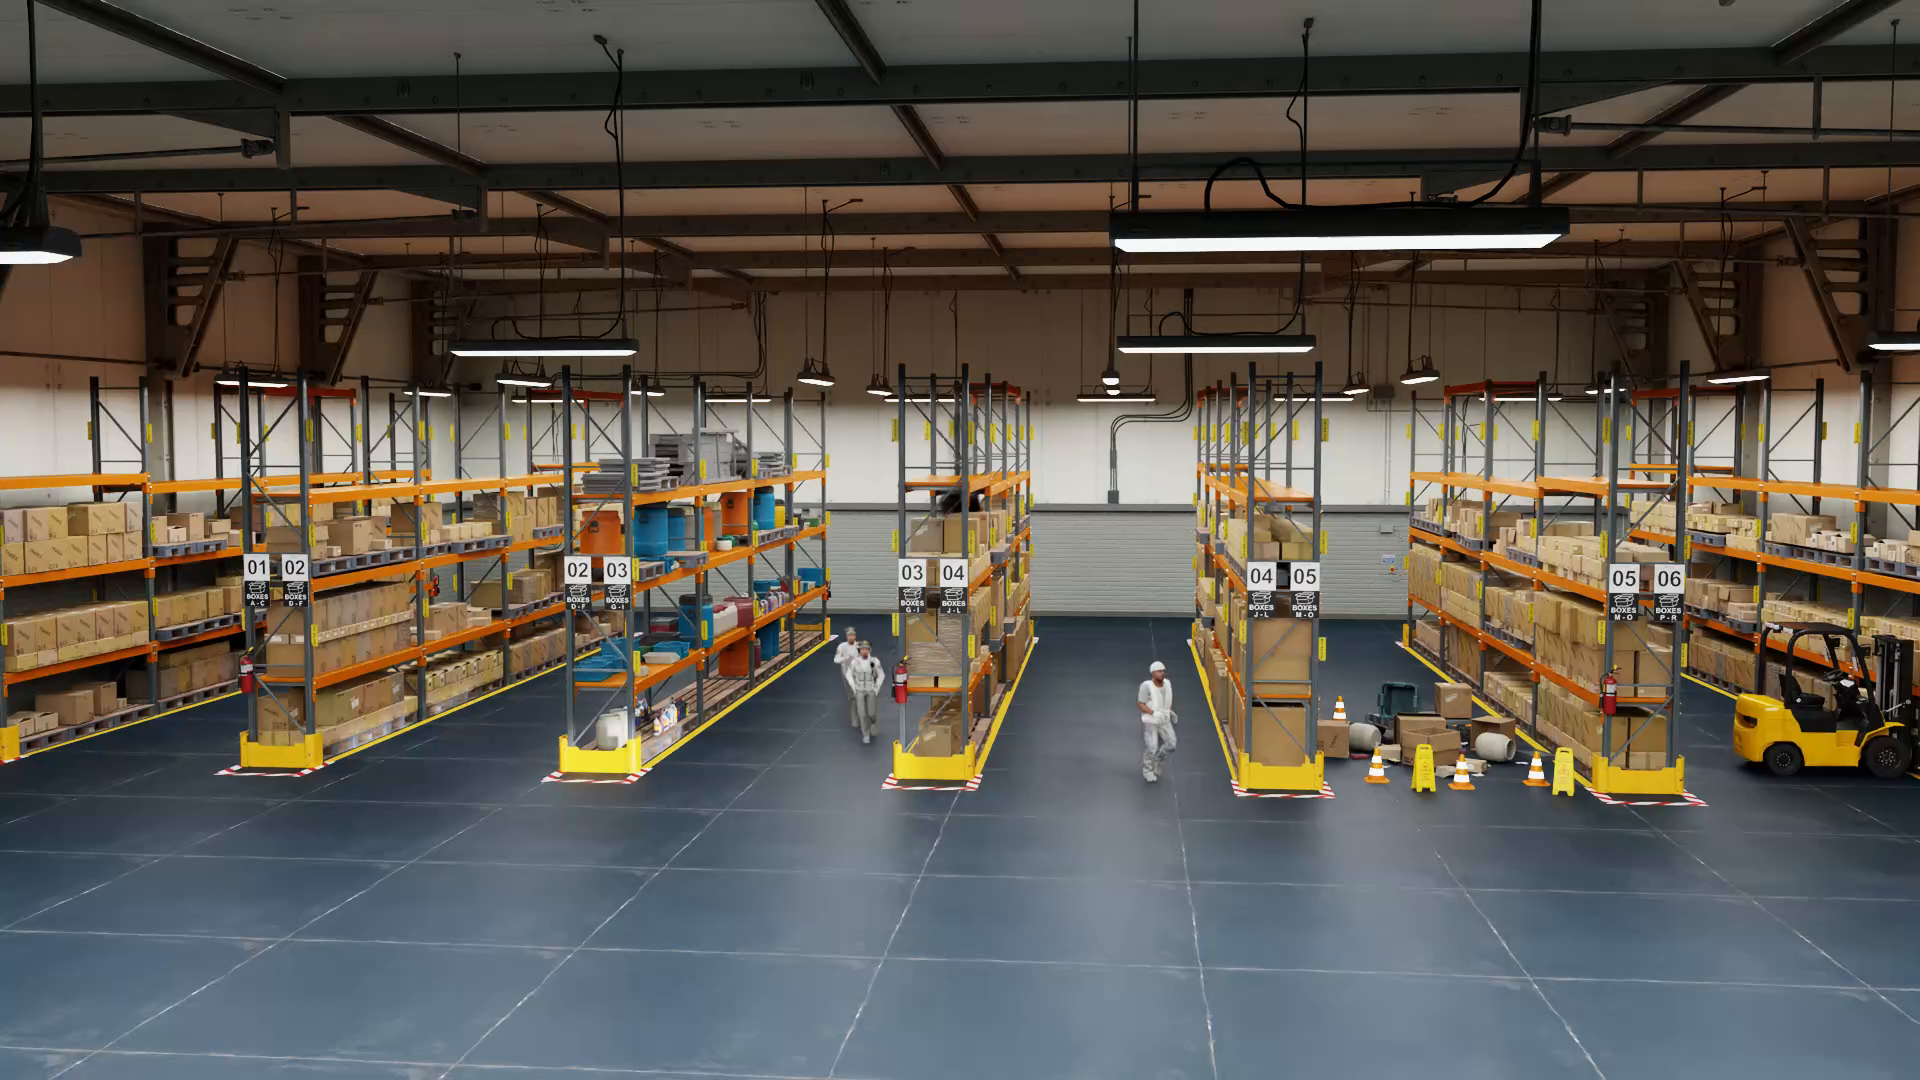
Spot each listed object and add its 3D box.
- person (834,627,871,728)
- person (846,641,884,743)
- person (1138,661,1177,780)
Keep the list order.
[{"bbox_3d":[-1.842,2.344,28.566,0.593,1.747,0.830,0,4,4],"label":"person"},{"bbox_3d":[-1.544,2.445,27.004,0.628,1.662,0.553,0,4,2],"label":"person"},{"bbox_3d":[2.862,2.599,23.786,0.677,1.731,0.671,-2,4,-27],"label":"person"}]
